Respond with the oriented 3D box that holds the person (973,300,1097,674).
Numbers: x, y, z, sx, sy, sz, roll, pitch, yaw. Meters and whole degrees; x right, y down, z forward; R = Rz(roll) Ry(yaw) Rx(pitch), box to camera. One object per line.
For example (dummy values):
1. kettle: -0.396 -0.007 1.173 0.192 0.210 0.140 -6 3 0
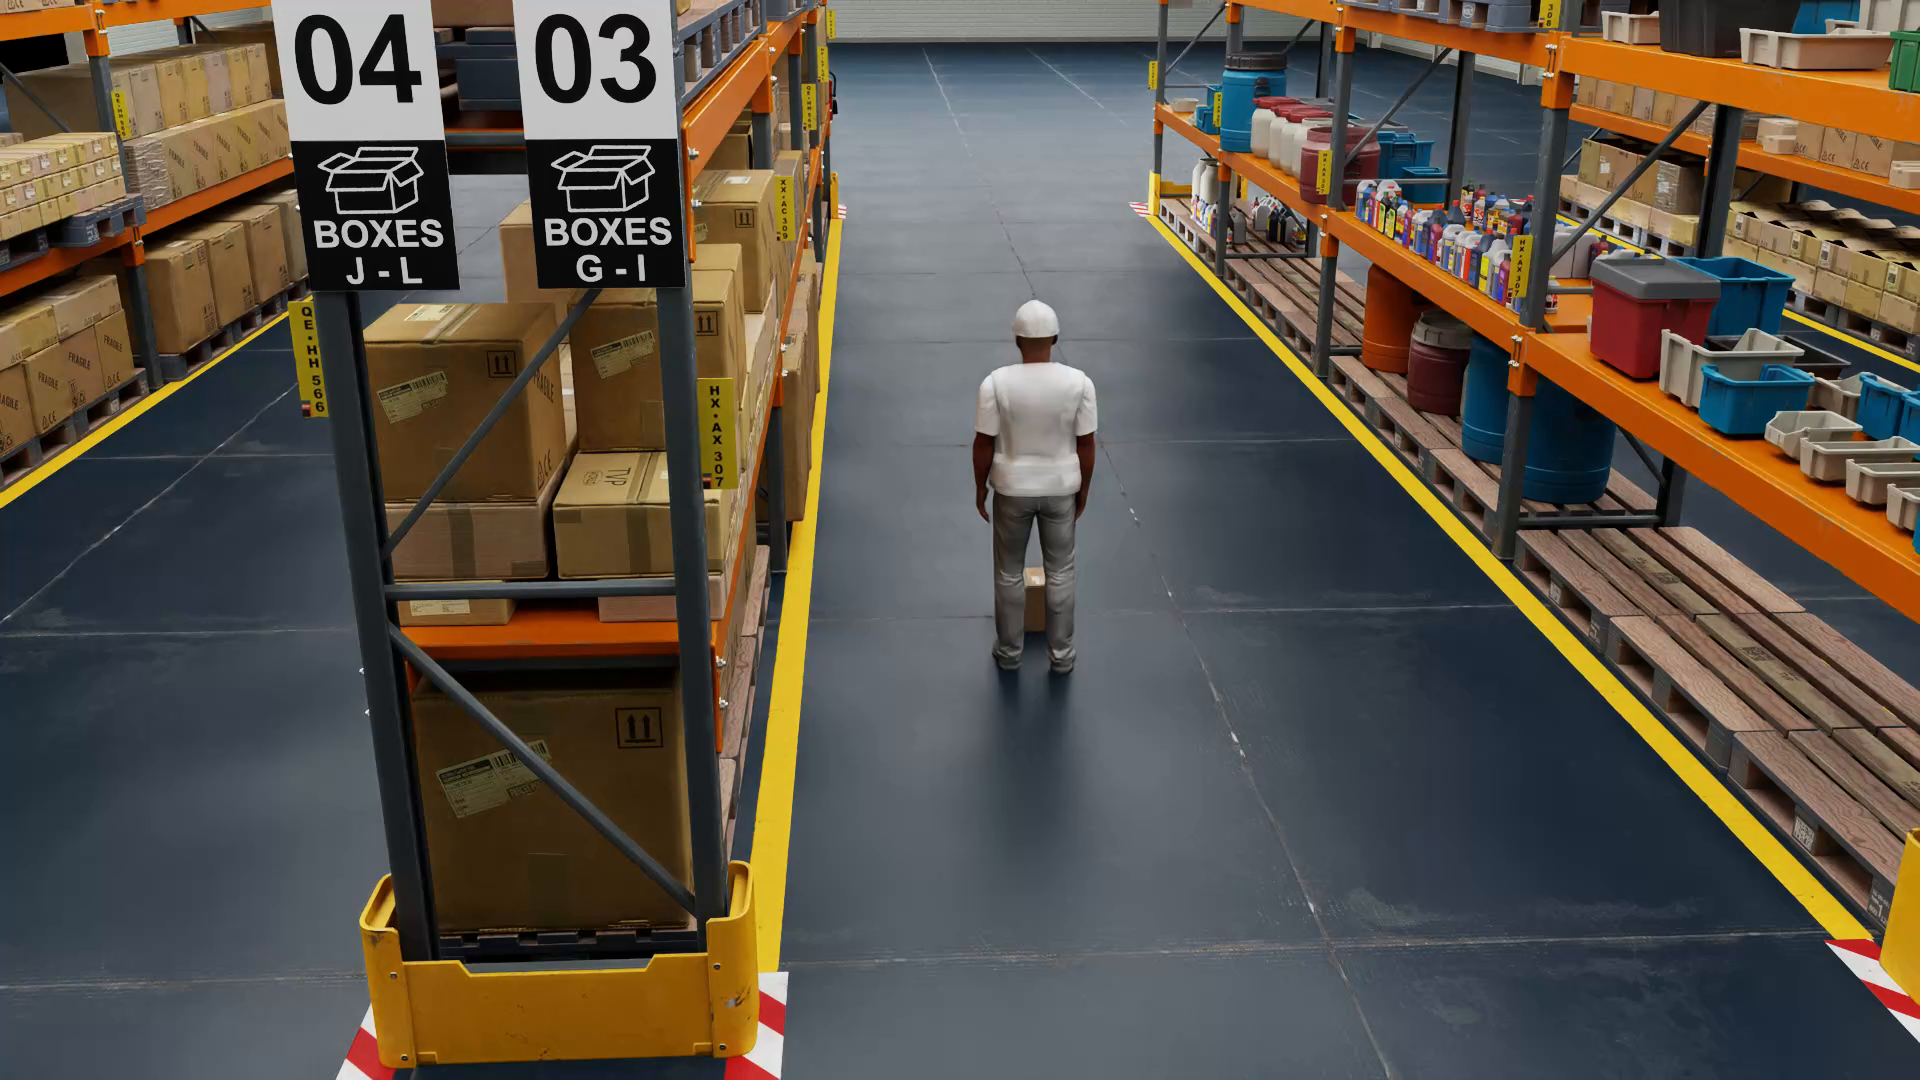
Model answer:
1. person: 0.339 -0.240 7.702 0.563 1.761 0.375 -1 20 -2
